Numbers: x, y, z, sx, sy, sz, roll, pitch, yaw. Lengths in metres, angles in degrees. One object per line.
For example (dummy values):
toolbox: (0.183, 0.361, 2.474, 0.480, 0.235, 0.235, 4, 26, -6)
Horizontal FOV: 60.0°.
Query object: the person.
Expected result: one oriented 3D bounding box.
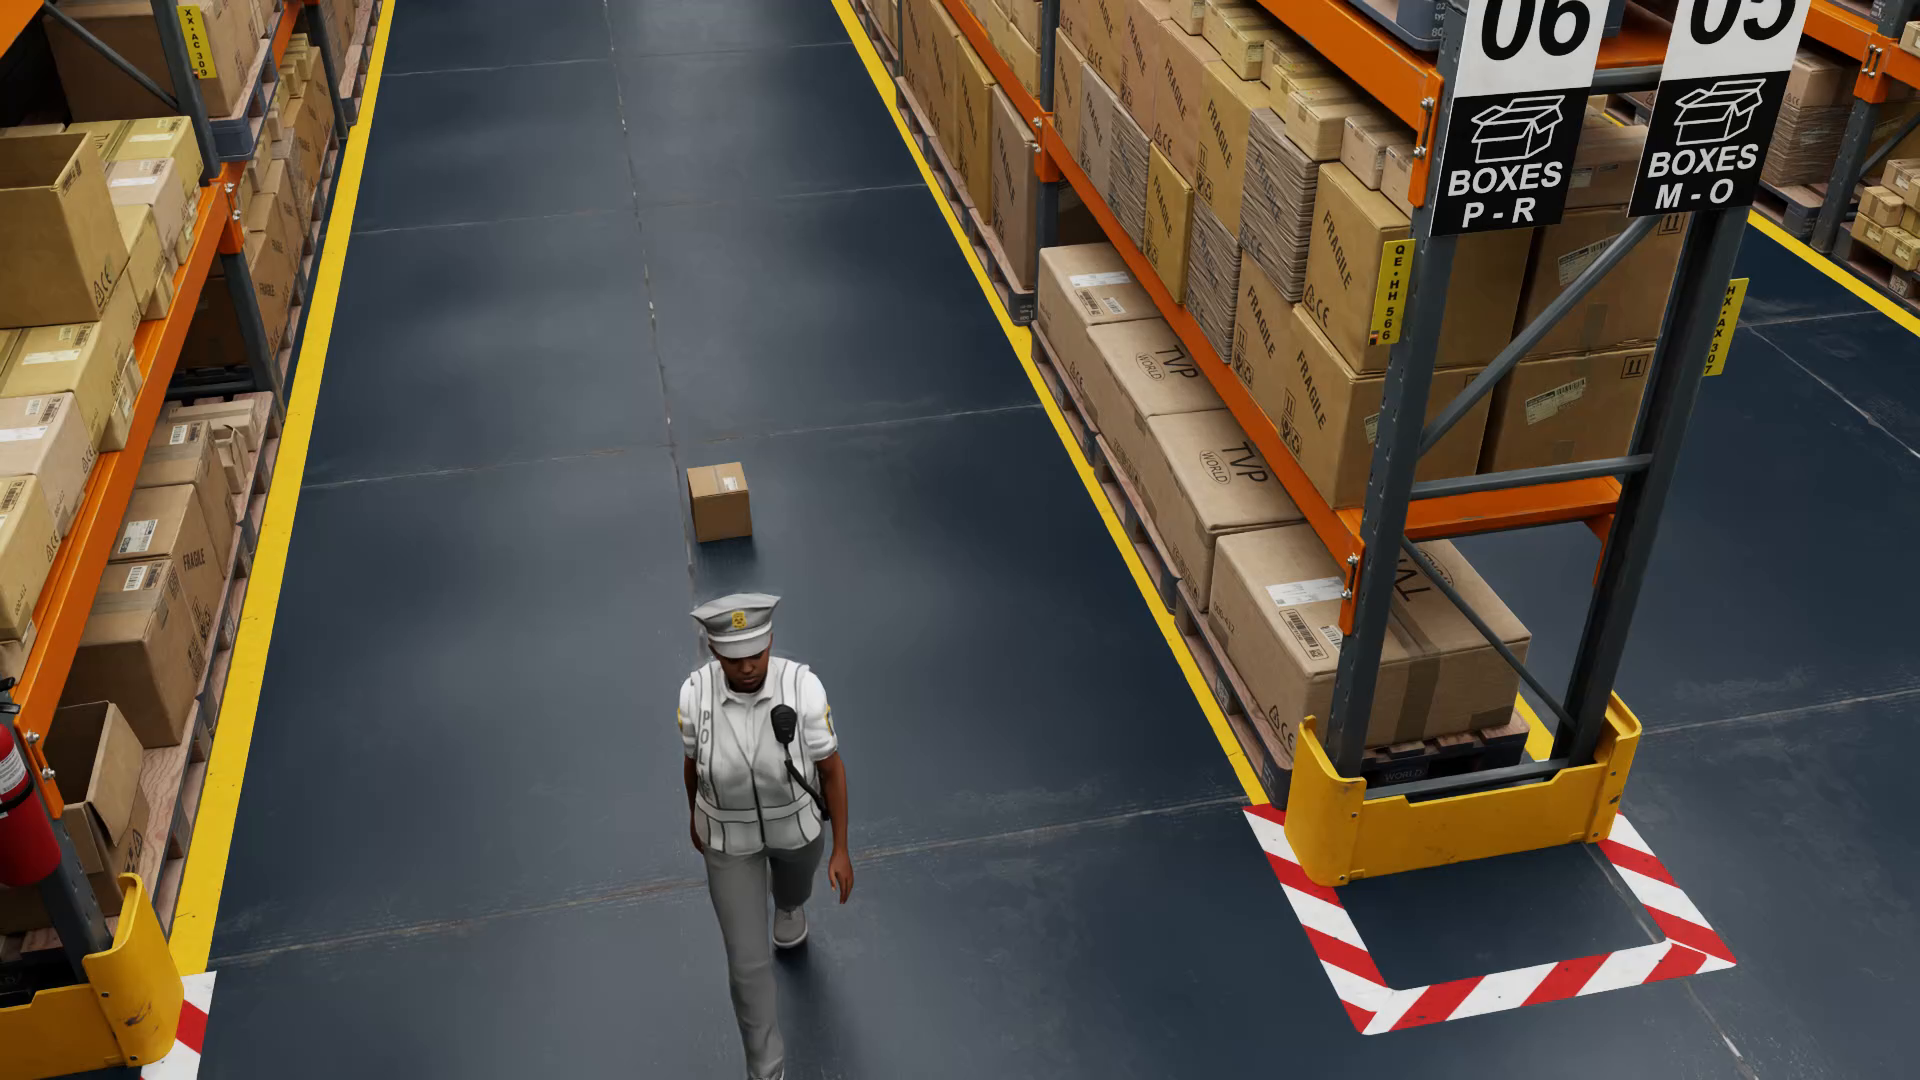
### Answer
person: (-0.566, 0.847, 4.879, 0.445, 1.639, 0.984, -5, 35, -8)
